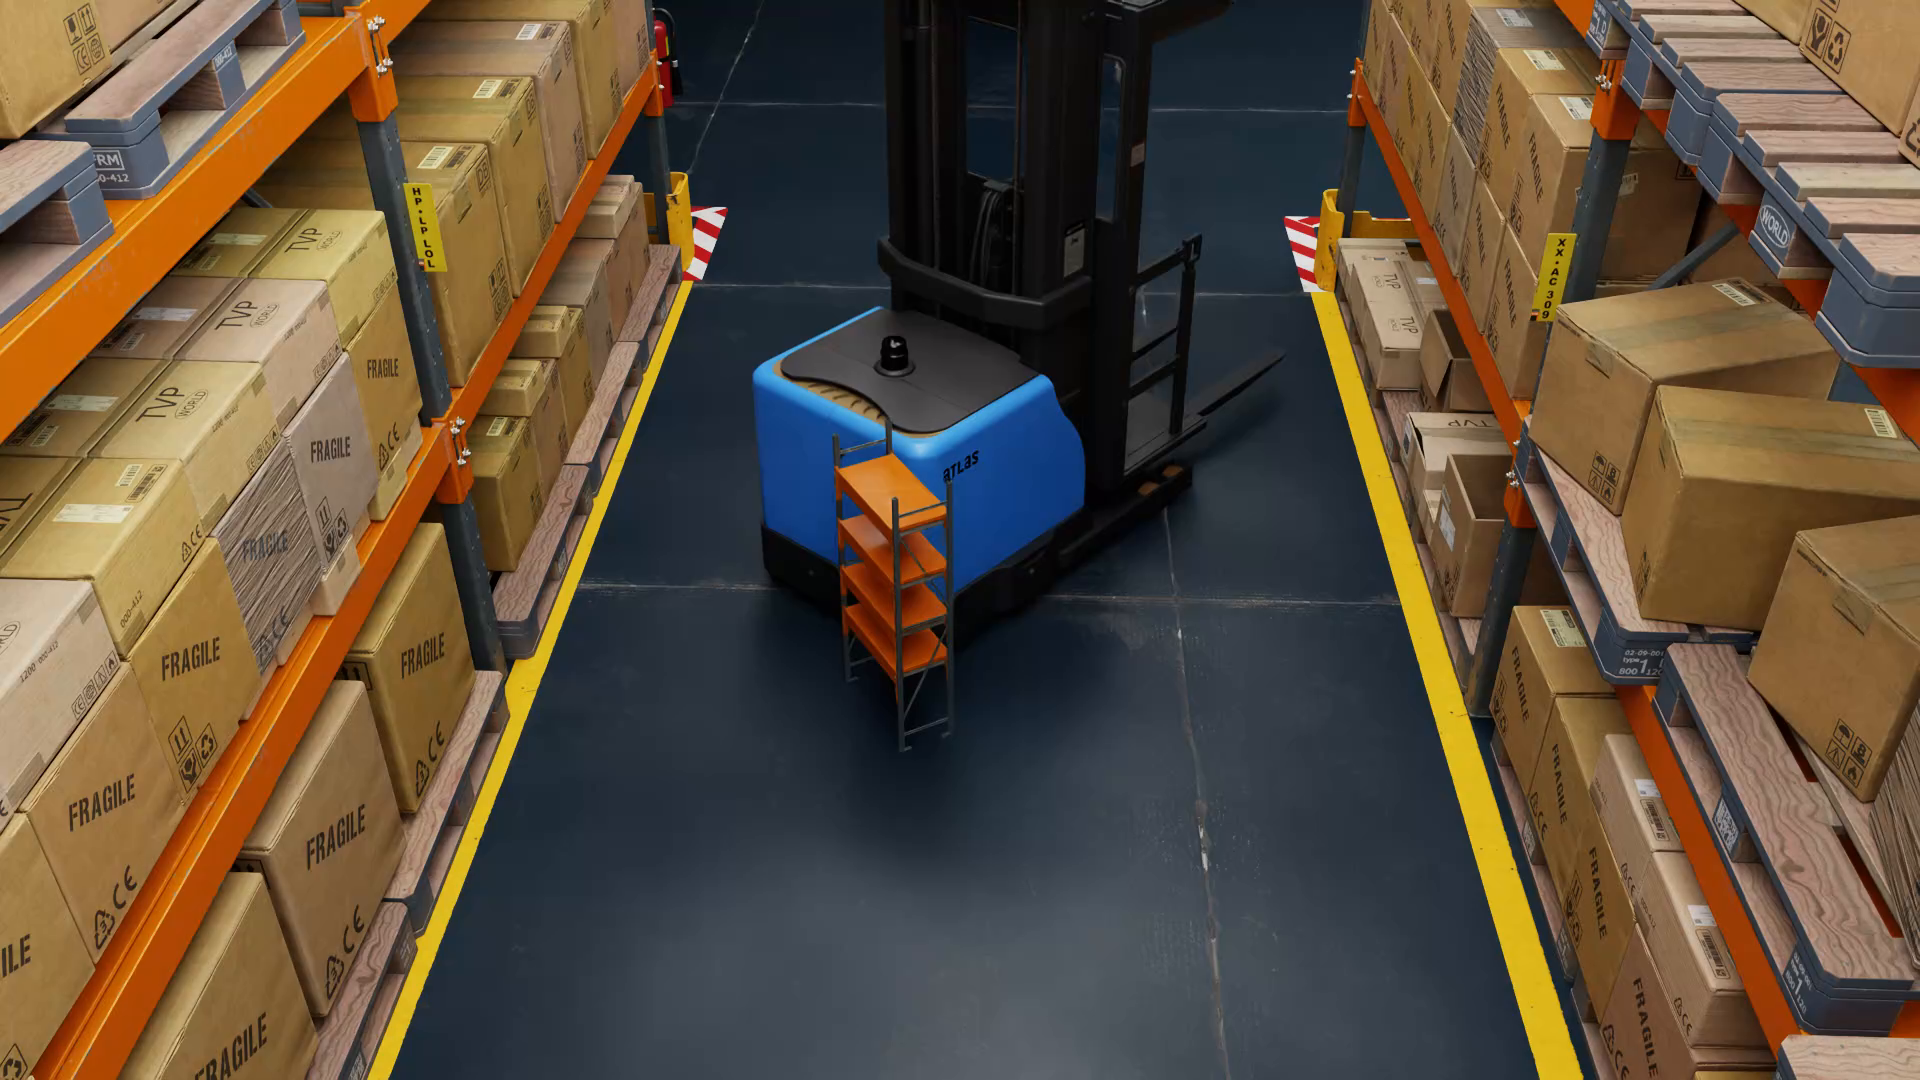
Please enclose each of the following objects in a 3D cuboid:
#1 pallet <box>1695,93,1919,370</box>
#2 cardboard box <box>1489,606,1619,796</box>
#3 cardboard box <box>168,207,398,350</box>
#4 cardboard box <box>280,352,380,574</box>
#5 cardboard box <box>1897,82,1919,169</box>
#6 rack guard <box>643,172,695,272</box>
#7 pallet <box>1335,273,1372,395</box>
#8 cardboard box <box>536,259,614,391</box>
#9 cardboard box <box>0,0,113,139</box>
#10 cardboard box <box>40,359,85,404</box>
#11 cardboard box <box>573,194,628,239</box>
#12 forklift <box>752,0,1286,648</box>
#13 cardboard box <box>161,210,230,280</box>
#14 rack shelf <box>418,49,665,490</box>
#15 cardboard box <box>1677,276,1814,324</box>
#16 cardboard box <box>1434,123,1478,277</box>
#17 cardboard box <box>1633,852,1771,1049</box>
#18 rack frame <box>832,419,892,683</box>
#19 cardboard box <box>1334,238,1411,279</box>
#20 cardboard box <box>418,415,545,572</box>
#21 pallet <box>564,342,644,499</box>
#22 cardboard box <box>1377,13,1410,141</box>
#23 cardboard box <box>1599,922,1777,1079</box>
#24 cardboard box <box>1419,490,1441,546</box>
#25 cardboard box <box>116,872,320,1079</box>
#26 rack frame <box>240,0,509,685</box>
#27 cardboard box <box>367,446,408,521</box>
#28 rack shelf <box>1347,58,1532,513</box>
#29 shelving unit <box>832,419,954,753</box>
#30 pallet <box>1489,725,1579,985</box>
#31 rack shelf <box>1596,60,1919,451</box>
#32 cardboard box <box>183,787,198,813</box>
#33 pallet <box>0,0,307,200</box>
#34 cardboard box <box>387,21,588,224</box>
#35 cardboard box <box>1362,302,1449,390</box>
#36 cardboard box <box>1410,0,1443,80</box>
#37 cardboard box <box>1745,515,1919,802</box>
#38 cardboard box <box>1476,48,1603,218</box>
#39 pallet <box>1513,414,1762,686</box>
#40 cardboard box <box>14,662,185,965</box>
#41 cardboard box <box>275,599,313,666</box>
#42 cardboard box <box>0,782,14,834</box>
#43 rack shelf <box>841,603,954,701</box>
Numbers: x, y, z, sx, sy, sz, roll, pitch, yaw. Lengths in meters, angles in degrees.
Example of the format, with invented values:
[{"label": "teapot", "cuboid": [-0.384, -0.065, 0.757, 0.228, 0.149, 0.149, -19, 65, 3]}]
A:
[{"label": "pallet", "cuboid": [2.427, -0.709, 3.706, 1.213, 0.211, 1.003, 1, 35, 2]}, {"label": "cardboard box", "cuboid": [2.299, 0.587, 6.098, 0.500, 0.500, 0.500, 0, 35, 0]}, {"label": "cardboard box", "cuboid": [-2.151, -0.844, 5.327, 0.500, 0.250, 0.500, 2, 35, 3]}, {"label": "cardboard box", "cuboid": [-2.165, -0.247, 5.129, 0.500, 0.500, 0.500, 2, 35, 2]}, {"label": "cardboard box", "cuboid": [2.417, -0.955, 3.352, 0.600, 0.600, 0.600, 0, 35, 0]}, {"label": "rack guard", "cuboid": [-2.227, -1.930, 10.061, 1.175, 0.500, 0.348, 1, 35, 2]}, {"label": "pallet", "cuboid": [2.688, -1.184, 9.251, 1.003, 0.211, 1.213, 1, 35, 2]}, {"label": "cardboard box", "cuboid": [-2.195, -1.107, 8.525, 0.700, 0.500, 0.500, 0, 35, 0]}, {"label": "cardboard box", "cuboid": [-2.491, -1.264, 3.862, 0.700, 0.500, 0.500, 1, 35, 1]}, {"label": "cardboard box", "cuboid": [-2.696, -0.271, 4.511, 0.500, 0.250, 0.500, 0, 35, 0]}, {"label": "cardboard box", "cuboid": [-1.988, -1.724, 8.838, 0.380, 0.149, 0.250, 2, 35, 3]}, {"label": "forklift", "cuboid": [0.471, -1.486, 7.316, 1.130, 2.935, 3.031, 27, 43, 33]}, {"label": "cardboard box", "cuboid": [-2.667, -0.860, 5.349, 0.500, 0.250, 0.500, 2, 35, 3]}, {"label": "rack shelf", "cuboid": [-2.308, -1.495, 7.894, 1.077, 0.370, 4.000, 1, 35, 2]}, {"label": "cardboard box", "cuboid": [2.854, -0.856, 6.272, 0.500, 0.500, 0.500, 2, 35, 3]}, {"label": "cardboard box", "cuboid": [2.363, -1.454, 7.123, 0.500, 0.500, 0.500, 2, 35, 3]}, {"label": "cardboard box", "cuboid": [2.239, 1.143, 4.654, 0.500, 0.250, 0.500, 1, 35, 1]}, {"label": "rack frame", "cuboid": [-0.369, 0.067, 6.611, 0.240, 1.200, 0.015, -18, 39, -23]}, {"label": "cardboard box", "cuboid": [2.362, -1.607, 9.525, 0.380, 0.149, 0.250, 1, 35, 2]}, {"label": "cardboard box", "cuboid": [-2.256, -0.217, 7.258, 0.700, 0.500, 0.500, 2, 35, 2]}, {"label": "pallet", "cuboid": [-2.233, -0.637, 8.473, 1.003, 0.211, 1.213, 1, 35, 2]}, {"label": "cardboard box", "cuboid": [2.426, -2.322, 8.358, 0.500, 0.500, 0.500, 1, 35, 1]}, {"label": "cardboard box", "cuboid": [2.240, 1.471, 4.840, 0.500, 0.500, 0.500, 0, 35, 0]}, {"label": "cardboard box", "cuboid": [2.256, -0.092, 7.370, 0.380, 0.149, 0.250, 1, 35, 2]}, {"label": "cardboard box", "cuboid": [-2.347, 1.443, 4.593, 0.750, 0.750, 0.750, 1, 35, 2]}, {"label": "rack frame", "cuboid": [-2.388, -0.640, 6.052, 1.000, 3.000, 0.127, 1, 35, 2]}, {"label": "cardboard box", "cuboid": [-2.105, -0.199, 5.626, 0.380, 0.149, 0.250, 2, 35, 3]}, {"label": "rack shelf", "cuboid": [2.642, -1.383, 7.735, 1.077, 0.370, 4.000, 1, 35, 2]}, {"label": "shelving unit", "cuboid": [-0.251, 0.190, 6.436, 0.258, 1.200, 0.503, -18, 39, -23]}, {"label": "pallet", "cuboid": [2.567, 1.081, 6.028, 1.003, 0.211, 1.213, 1, 35, 2]}, {"label": "rack shelf", "cuboid": [2.481, -0.312, 3.602, 1.077, 0.370, 4.000, 1, 35, 2]}, {"label": "cardboard box", "cuboid": [-2.253, 0.687, 4.365, 0.380, 0.149, 0.250, 2, 35, 2]}, {"label": "pallet", "cuboid": [-2.376, -1.261, 4.494, 0.805, 0.209, 1.217, 0, 35, 0]}, {"label": "cardboard box", "cuboid": [-2.296, -1.912, 7.601, 0.980, 0.700, 0.700, 0, 35, 0]}, {"label": "cardboard box", "cuboid": [2.377, -1.001, 8.574, 0.500, 0.250, 0.500, 1, 35, 2]}, {"label": "cardboard box", "cuboid": [2.403, -2.440, 7.656, 0.500, 0.500, 0.500, 2, 35, 3]}, {"label": "cardboard box", "cuboid": [2.552, 0.276, 4.297, 0.700, 0.500, 0.500, -7, 36, -10]}, {"label": "cardboard box", "cuboid": [2.341, -1.569, 6.417, 0.500, 0.500, 0.500, 1, 35, 1]}, {"label": "pallet", "cuboid": [2.420, 0.007, 5.298, 1.003, 0.211, 1.213, 1, 35, 2]}, {"label": "cardboard box", "cuboid": [-2.222, 0.628, 3.885, 0.500, 0.500, 0.500, 1, 35, 2]}, {"label": "cardboard box", "cuboid": [-2.189, 0.240, 5.000, 0.380, 0.149, 0.250, 1, 35, 2]}, {"label": "cardboard box", "cuboid": [-2.252, 0.616, 3.249, 0.500, 0.250, 0.500, 1, 35, 1]}, {"label": "rack shelf", "cuboid": [-0.251, 0.407, 6.589, 0.258, 0.148, 0.480, -18, 39, -23]}]
